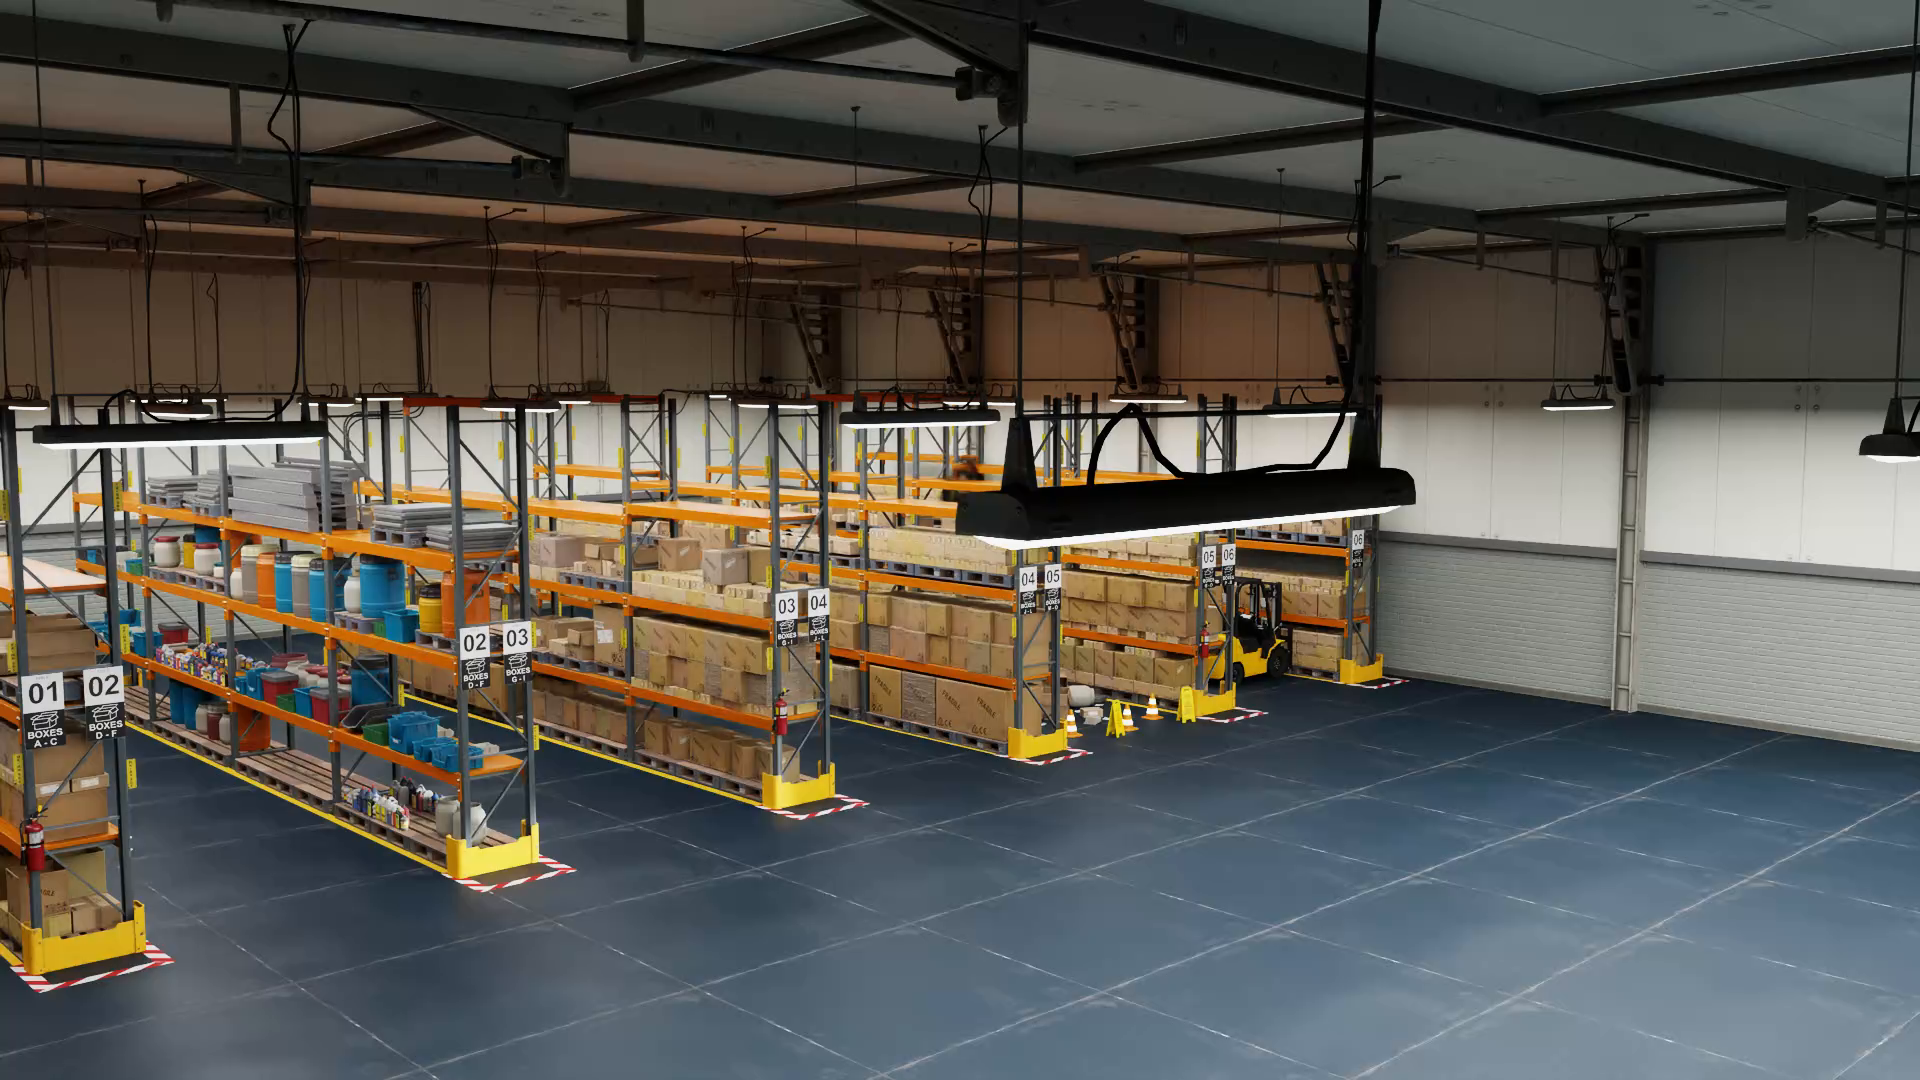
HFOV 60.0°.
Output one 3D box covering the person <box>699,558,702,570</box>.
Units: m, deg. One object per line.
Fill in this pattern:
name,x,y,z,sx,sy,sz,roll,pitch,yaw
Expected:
person,-6.999,1.180,44.010,0.905,1.775,0.694,-3,6,-29
